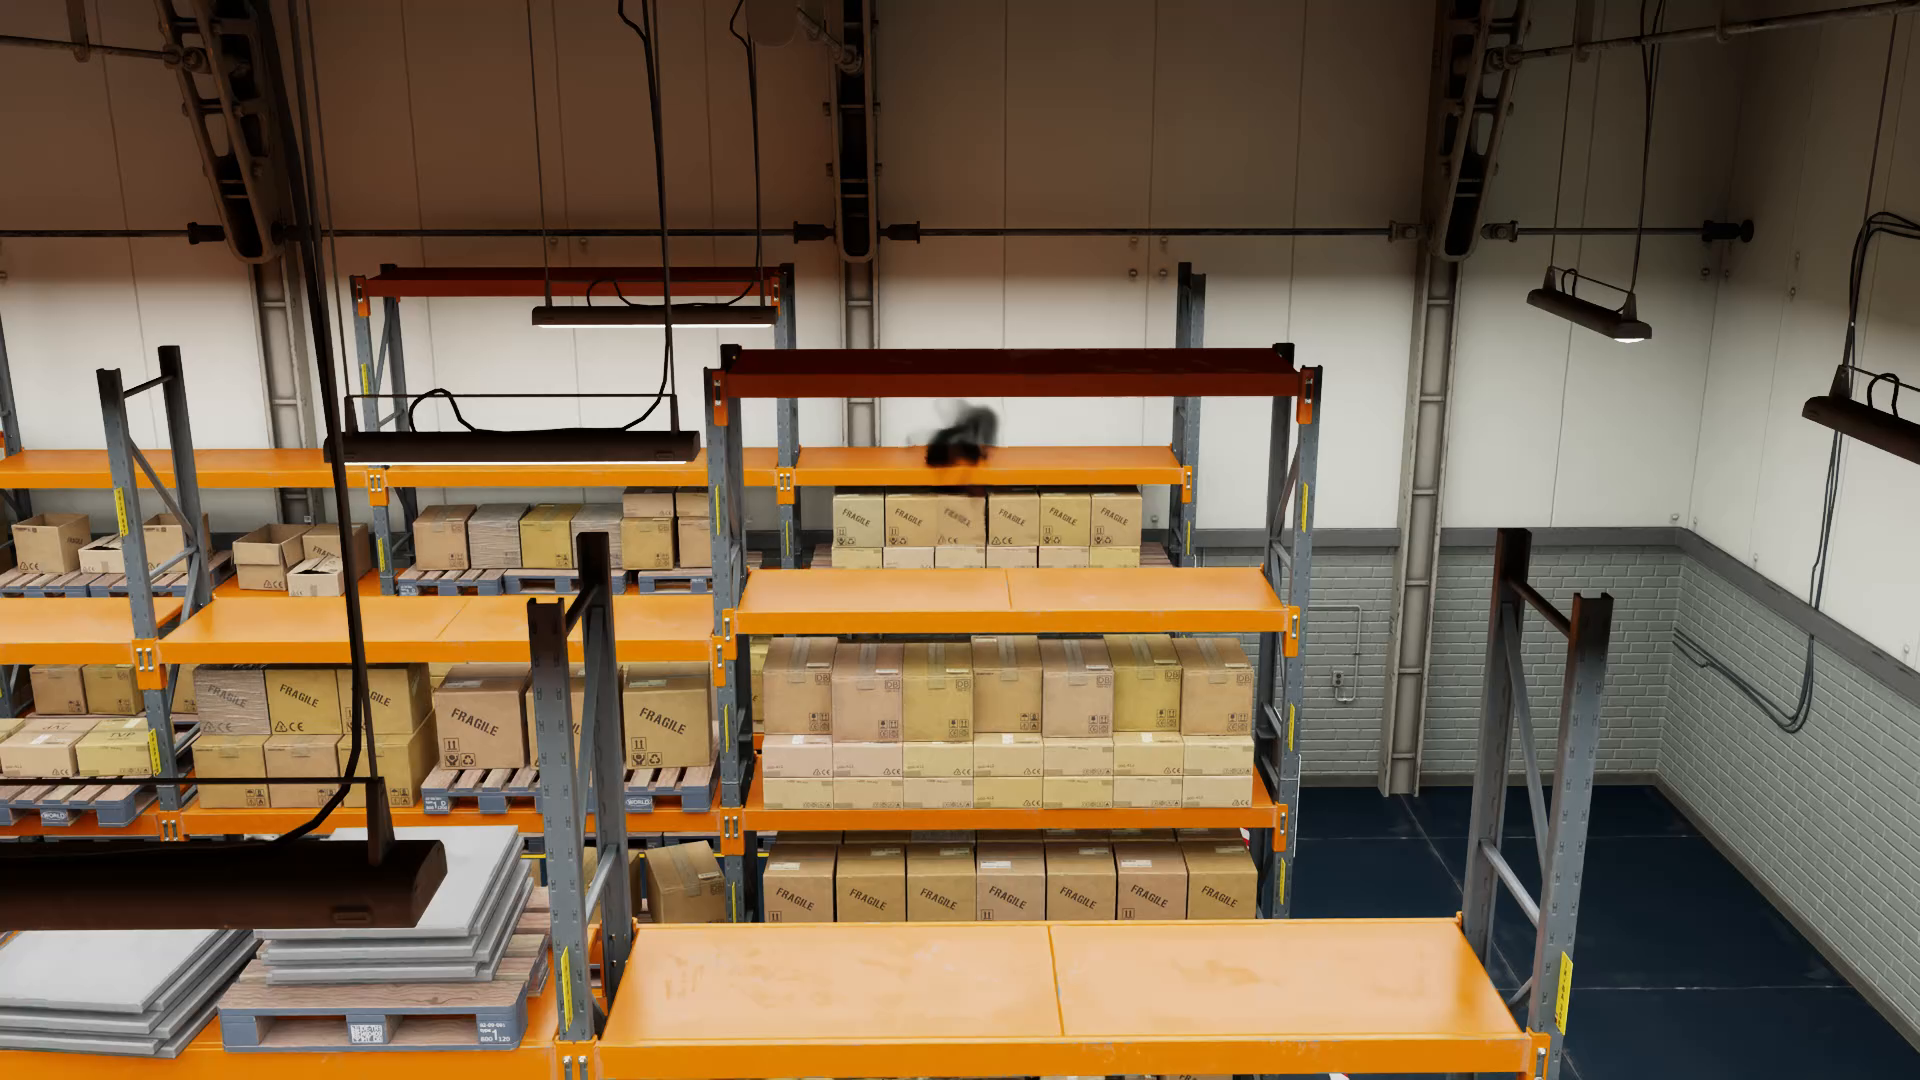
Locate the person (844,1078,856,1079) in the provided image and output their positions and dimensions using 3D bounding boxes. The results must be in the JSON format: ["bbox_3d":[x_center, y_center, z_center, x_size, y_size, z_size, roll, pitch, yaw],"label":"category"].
[{"bbox_3d":[-0.752,4.272,10.978,0.581,1.614,0.586,-3,16,-9],"label":"person"}]

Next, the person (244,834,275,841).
[{"bbox_3d":[-6.310,3.061,14.983,0.950,1.674,0.565,-4,17,-13],"label":"person"}]
